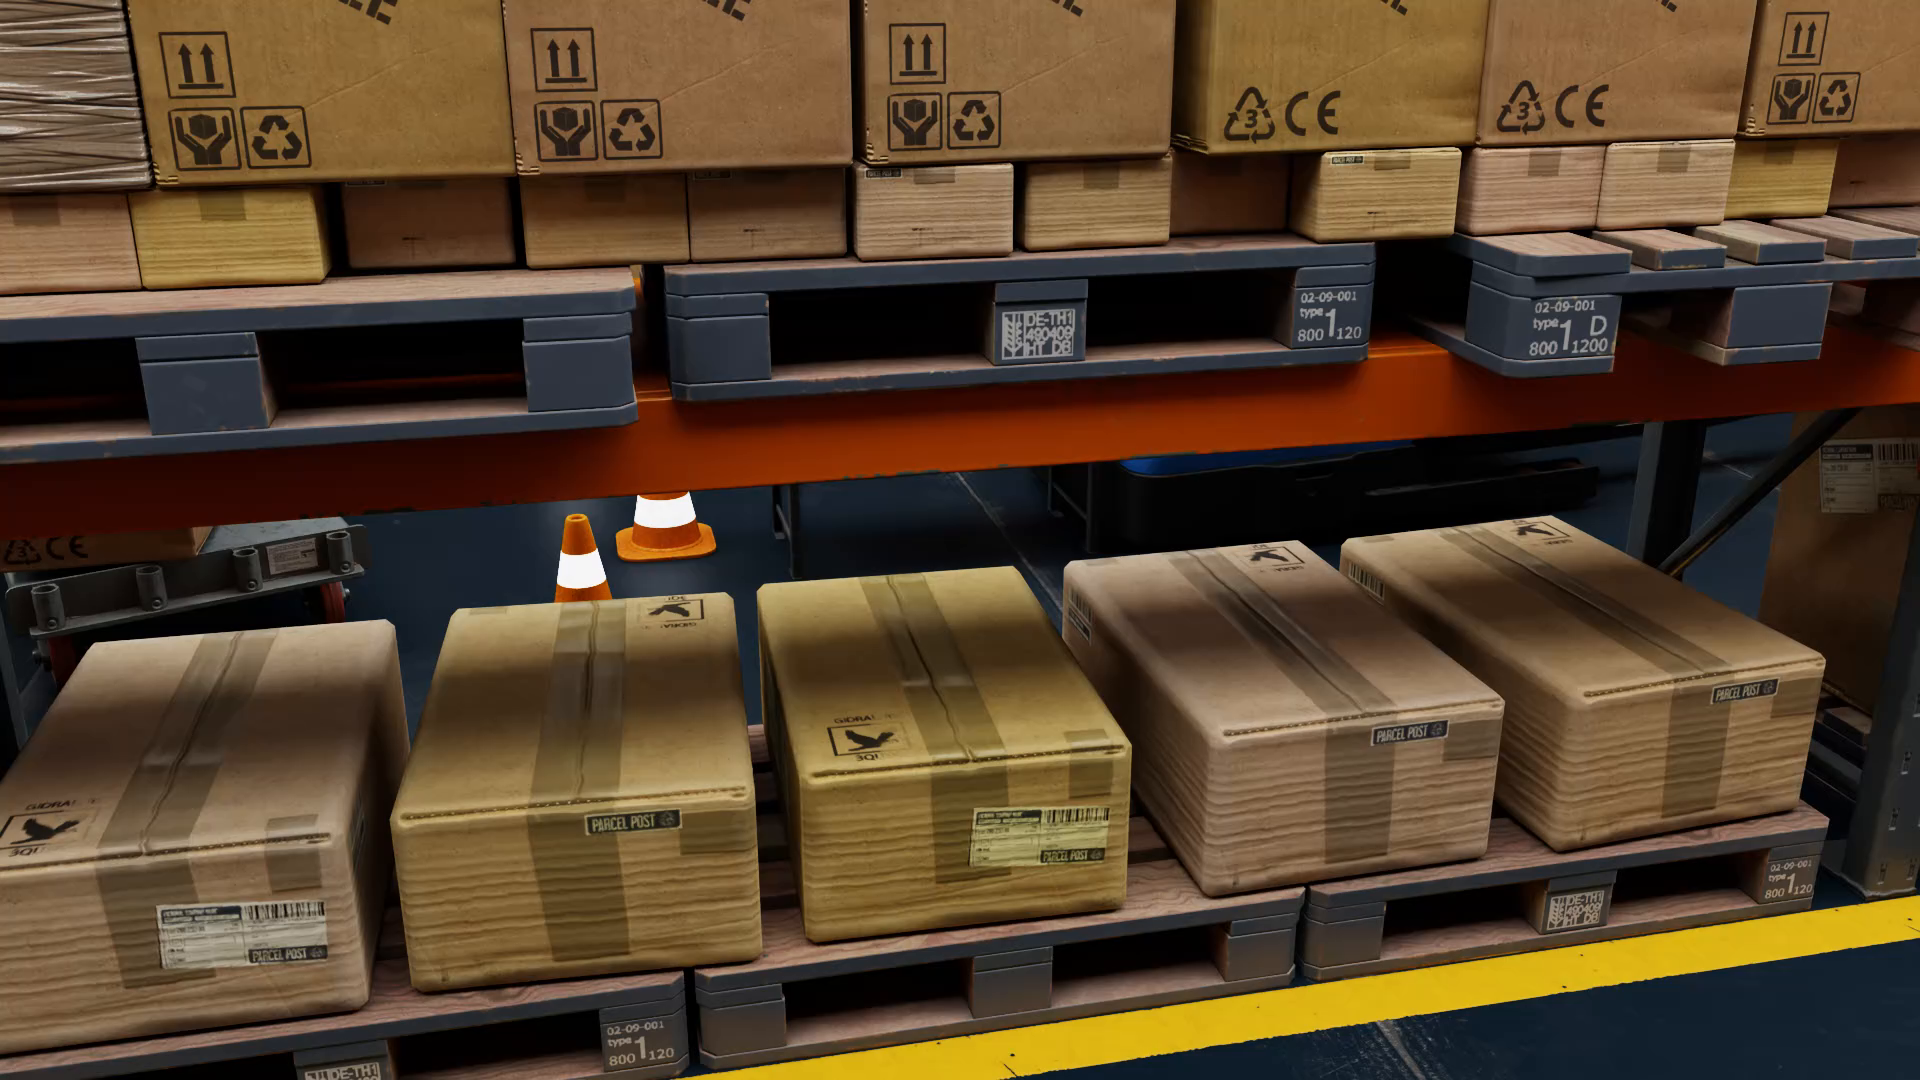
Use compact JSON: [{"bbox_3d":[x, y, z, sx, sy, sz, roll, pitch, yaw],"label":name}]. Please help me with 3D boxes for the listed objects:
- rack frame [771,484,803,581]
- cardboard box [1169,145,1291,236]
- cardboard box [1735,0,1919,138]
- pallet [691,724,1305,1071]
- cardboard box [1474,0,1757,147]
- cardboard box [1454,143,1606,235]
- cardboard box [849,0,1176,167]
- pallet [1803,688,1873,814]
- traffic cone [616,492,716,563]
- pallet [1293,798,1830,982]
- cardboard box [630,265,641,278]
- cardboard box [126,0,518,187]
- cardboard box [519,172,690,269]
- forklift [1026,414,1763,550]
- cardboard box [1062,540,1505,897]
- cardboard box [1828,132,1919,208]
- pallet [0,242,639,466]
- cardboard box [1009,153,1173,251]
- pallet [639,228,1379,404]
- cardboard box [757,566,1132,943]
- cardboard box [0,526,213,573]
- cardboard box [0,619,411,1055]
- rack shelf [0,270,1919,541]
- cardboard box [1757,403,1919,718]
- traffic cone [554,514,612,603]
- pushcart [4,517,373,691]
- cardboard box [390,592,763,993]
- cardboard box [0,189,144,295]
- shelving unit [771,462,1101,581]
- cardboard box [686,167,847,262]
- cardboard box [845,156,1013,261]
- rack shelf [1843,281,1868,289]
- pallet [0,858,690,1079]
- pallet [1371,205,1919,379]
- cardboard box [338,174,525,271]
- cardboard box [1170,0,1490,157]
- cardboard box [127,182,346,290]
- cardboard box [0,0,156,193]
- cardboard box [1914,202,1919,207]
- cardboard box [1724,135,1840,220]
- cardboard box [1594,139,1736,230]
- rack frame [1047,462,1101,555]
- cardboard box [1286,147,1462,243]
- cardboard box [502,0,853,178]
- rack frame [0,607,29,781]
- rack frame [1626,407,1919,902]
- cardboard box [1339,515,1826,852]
[{"bbox_3d":[-0.591,-0.653,5.417,0.032,1.500,0.500,-5,21,-13],"label":"rack frame"},{"bbox_3d":[0.405,-0.659,3.009,0.250,0.149,0.380,-4,21,-12],"label":"cardboard box"},{"bbox_3d":[1.556,-1.041,3.108,0.500,0.500,0.500,-5,21,-14],"label":"cardboard box"},{"bbox_3d":[-0.012,0.679,3.653,1.213,0.211,1.003,-5,21,-12],"label":"pallet"},{"bbox_3d":[1.055,-0.997,2.987,0.500,0.500,0.500,-5,21,-13],"label":"cardboard box"},{"bbox_3d":[0.943,-0.664,3.020,0.250,0.149,0.380,-6,21,-15],"label":"cardboard box"},{"bbox_3d":[0.033,-0.914,2.760,0.500,0.500,0.500,-6,21,-15],"label":"cardboard box"},{"bbox_3d":[2.719,0.485,4.182,1.213,0.211,1.003,-5,21,-12],"label":"pallet"},{"bbox_3d":[-1.022,-0.203,5.697,0.334,0.463,0.336,-5,21,-12],"label":"traffic cone"},{"bbox_3d":[1.173,0.584,3.913,1.213,0.211,1.003,-5,21,-12],"label":"pallet"},{"bbox_3d":[-1.673,-1.414,7.974,0.750,0.750,1.050,-5,21,-12],"label":"cardboard box"},{"bbox_3d":[-0.949,-0.835,2.544,0.500,0.500,0.500,-5,21,-12],"label":"cardboard box"},{"bbox_3d":[-0.585,-0.559,2.733,0.250,0.149,0.380,-4,21,-12],"label":"cardboard box"},{"bbox_3d":[1.819,-1.634,6.015,3.031,2.935,1.130,-7,21,-20],"label":"forklift"},{"bbox_3d":[0.666,0.352,3.701,0.625,0.372,0.950,-5,21,-14],"label":"cardboard box"},{"bbox_3d":[1.669,-0.761,3.286,0.250,0.149,0.380,-4,20,-10],"label":"cardboard box"},{"bbox_3d":[-1.181,-0.392,2.802,1.213,0.211,1.003,-5,21,-12],"label":"pallet"},{"bbox_3d":[0.179,-0.612,2.879,0.250,0.149,0.380,-5,21,-14],"label":"cardboard box"},{"bbox_3d":[0.017,-0.526,3.169,1.213,0.211,1.003,-5,21,-12],"label":"pallet"},{"bbox_3d":[-0.074,0.411,3.543,0.625,0.372,0.950,-4,20,-11],"label":"cardboard box"},{"bbox_3d":[-2.398,-0.245,4.657,0.500,0.500,0.500,-5,21,-12],"label":"cardboard box"},{"bbox_3d":[-1.449,0.524,3.232,0.625,0.372,0.950,-4,21,-12],"label":"cardboard box"},{"bbox_3d":[-0.012,-0.291,3.293,4.000,0.370,1.077,-5,21,-12],"label":"rack shelf"},{"bbox_3d":[2.625,-0.013,3.968,0.875,0.875,0.875,-5,21,-13],"label":"cardboard box"},{"bbox_3d":[-1.074,0.154,4.721,0.334,0.463,0.336,-5,21,-12],"label":"traffic cone"},{"bbox_3d":[-2.532,0.002,5.261,0.936,0.377,1.648,-13,24,-31],"label":"pushcart"},{"bbox_3d":[-0.750,0.466,3.391,0.625,0.372,0.950,-3,20,-9],"label":"cardboard box"},{"bbox_3d":[-1.348,-0.487,2.539,0.250,0.149,0.380,-4,21,-12],"label":"cardboard box"},{"bbox_3d":[-0.097,-0.695,5.531,1.048,1.500,0.538,-5,21,-13],"label":"shelving unit"},{"bbox_3d":[-0.344,-0.577,2.785,0.250,0.149,0.380,-4,21,-12],"label":"cardboard box"},{"bbox_3d":[-0.073,-0.581,2.795,0.250,0.149,0.380,-4,20,-10],"label":"cardboard box"},{"bbox_3d":[3.880,-0.607,4.157,4.000,0.370,1.077,-5,21,-12],"label":"rack shelf"},{"bbox_3d":[-1.201,0.777,3.386,1.213,0.211,1.003,-5,21,-12],"label":"pallet"},{"bbox_3d":[1.265,-0.605,3.383,1.003,0.211,1.213,-5,21,-12],"label":"pallet"},{"bbox_3d":[-0.845,-0.552,2.716,0.250,0.149,0.380,-3,20,-9],"label":"cardboard box"},{"bbox_3d":[0.564,-0.957,2.877,0.500,0.500,0.500,-6,21,-16],"label":"cardboard box"},{"bbox_3d":[-1.103,-0.504,2.585,0.250,0.149,0.380,-4,21,-11],"label":"cardboard box"},{"bbox_3d":[-1.437,-0.795,2.436,0.500,0.500,0.500,-4,21,-11],"label":"cardboard box"},{"bbox_3d":[2.366,-0.843,3.974,0.500,0.250,0.500,-5,21,-14],"label":"cardboard box"},{"bbox_3d":[1.425,-0.716,3.162,0.250,0.149,0.380,-4,21,-12],"label":"cardboard box"},{"bbox_3d":[1.190,-0.681,3.067,0.250,0.149,0.380,-5,21,-13],"label":"cardboard box"},{"bbox_3d":[0.397,-0.736,5.644,0.032,1.500,0.500,-5,21,-13],"label":"rack frame"},{"bbox_3d":[0.678,-0.637,2.948,0.250,0.149,0.380,-4,21,-12],"label":"cardboard box"},{"bbox_3d":[-0.465,-0.869,2.639,0.500,0.500,0.500,-5,21,-13],"label":"cardboard box"},{"bbox_3d":[-1.959,-0.470,2.737,0.127,3.000,1.000,-5,21,-12],"label":"rack frame"},{"bbox_3d":[1.934,-0.787,3.601,0.127,3.000,1.000,-5,21,-12],"label":"rack frame"},{"bbox_3d":[1.382,0.291,3.868,0.625,0.372,0.950,-6,21,-16],"label":"cardboard box"}]
